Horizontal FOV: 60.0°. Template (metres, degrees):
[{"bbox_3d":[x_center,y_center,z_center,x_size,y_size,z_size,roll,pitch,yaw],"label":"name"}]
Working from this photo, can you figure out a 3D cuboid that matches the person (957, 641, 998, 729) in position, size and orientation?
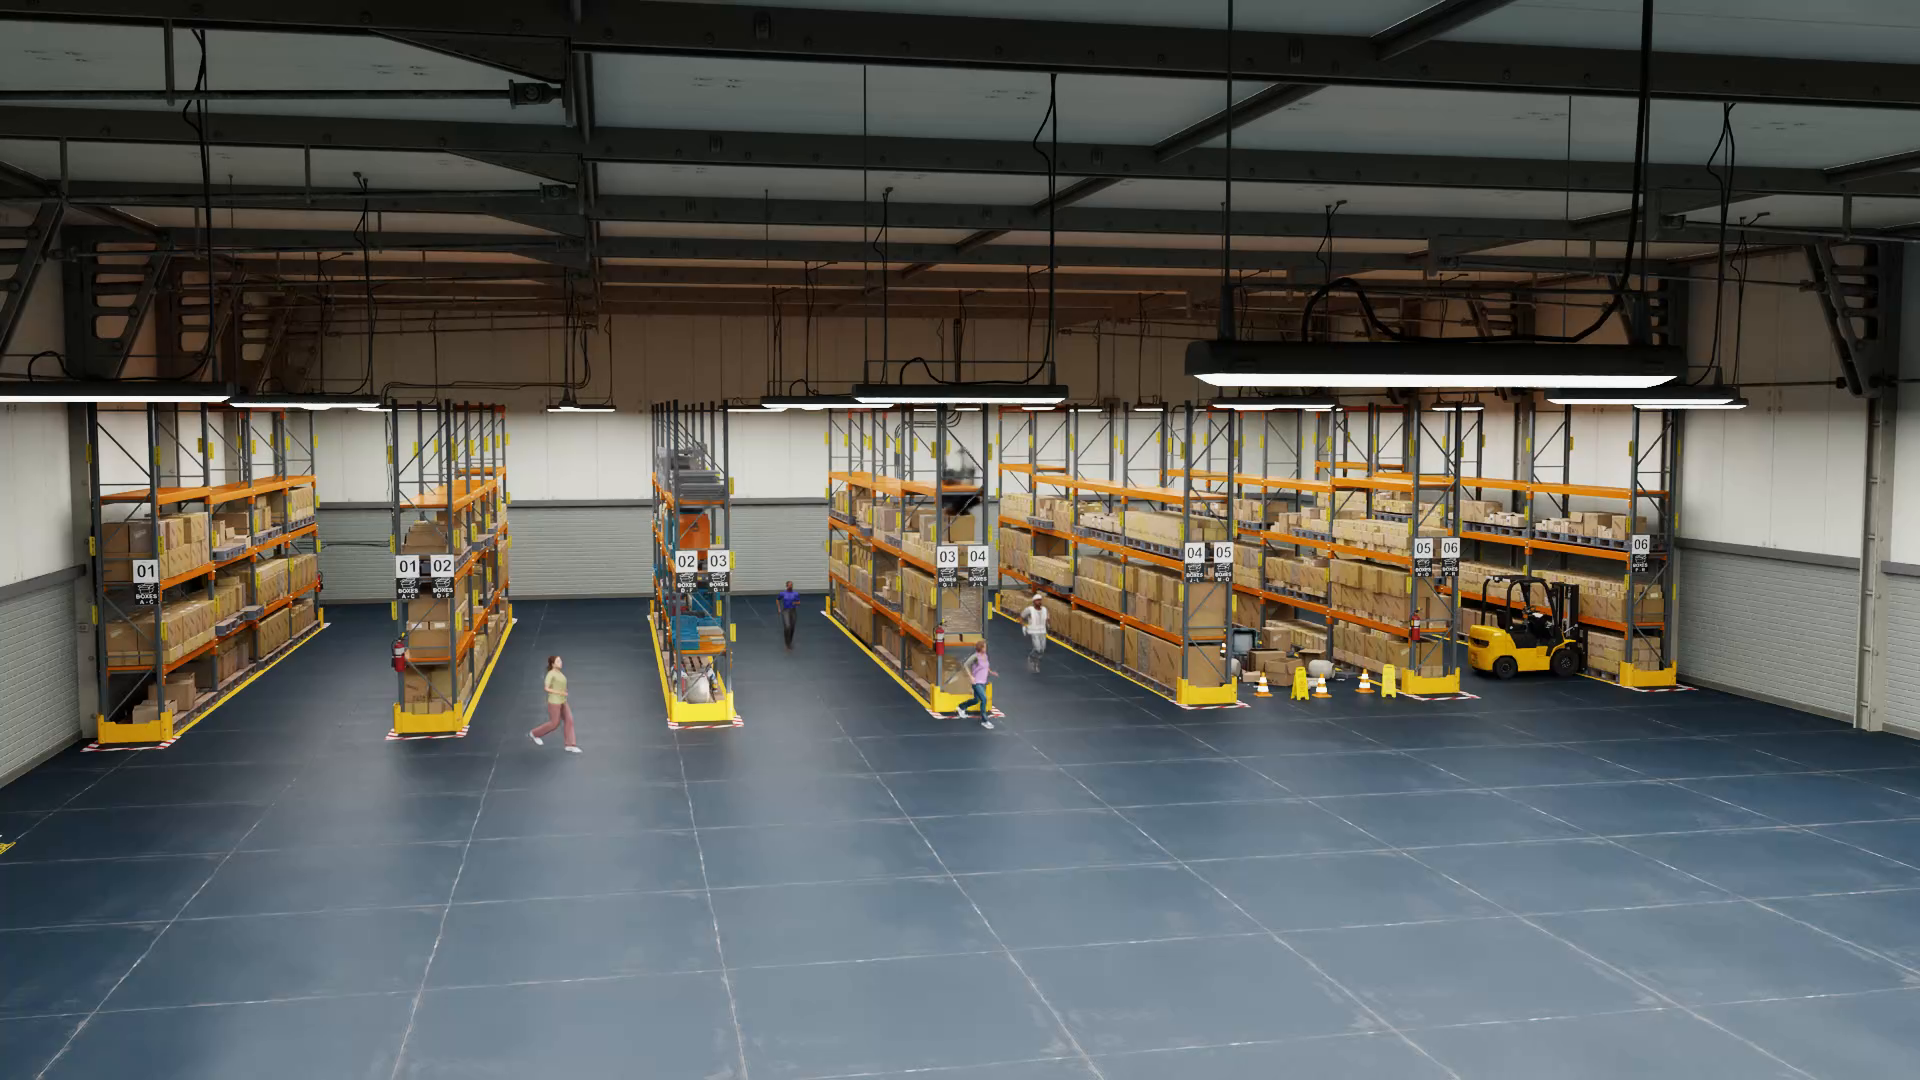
[{"bbox_3d":[0.274,2.633,30.572,0.857,1.595,0.514,3,5,32],"label":"person"}]

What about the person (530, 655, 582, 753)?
[{"bbox_3d":[-6.857,2.773,28.203,0.937,1.669,0.590,1,4,14],"label":"person"}]

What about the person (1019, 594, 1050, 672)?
[{"bbox_3d":[1.724,2.070,36.707,0.667,1.741,0.638,-2,5,-27],"label":"person"}]

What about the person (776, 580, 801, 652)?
[{"bbox_3d":[-4.166,1.842,40.539,0.549,1.717,0.781,-2,5,-21],"label":"person"}]
